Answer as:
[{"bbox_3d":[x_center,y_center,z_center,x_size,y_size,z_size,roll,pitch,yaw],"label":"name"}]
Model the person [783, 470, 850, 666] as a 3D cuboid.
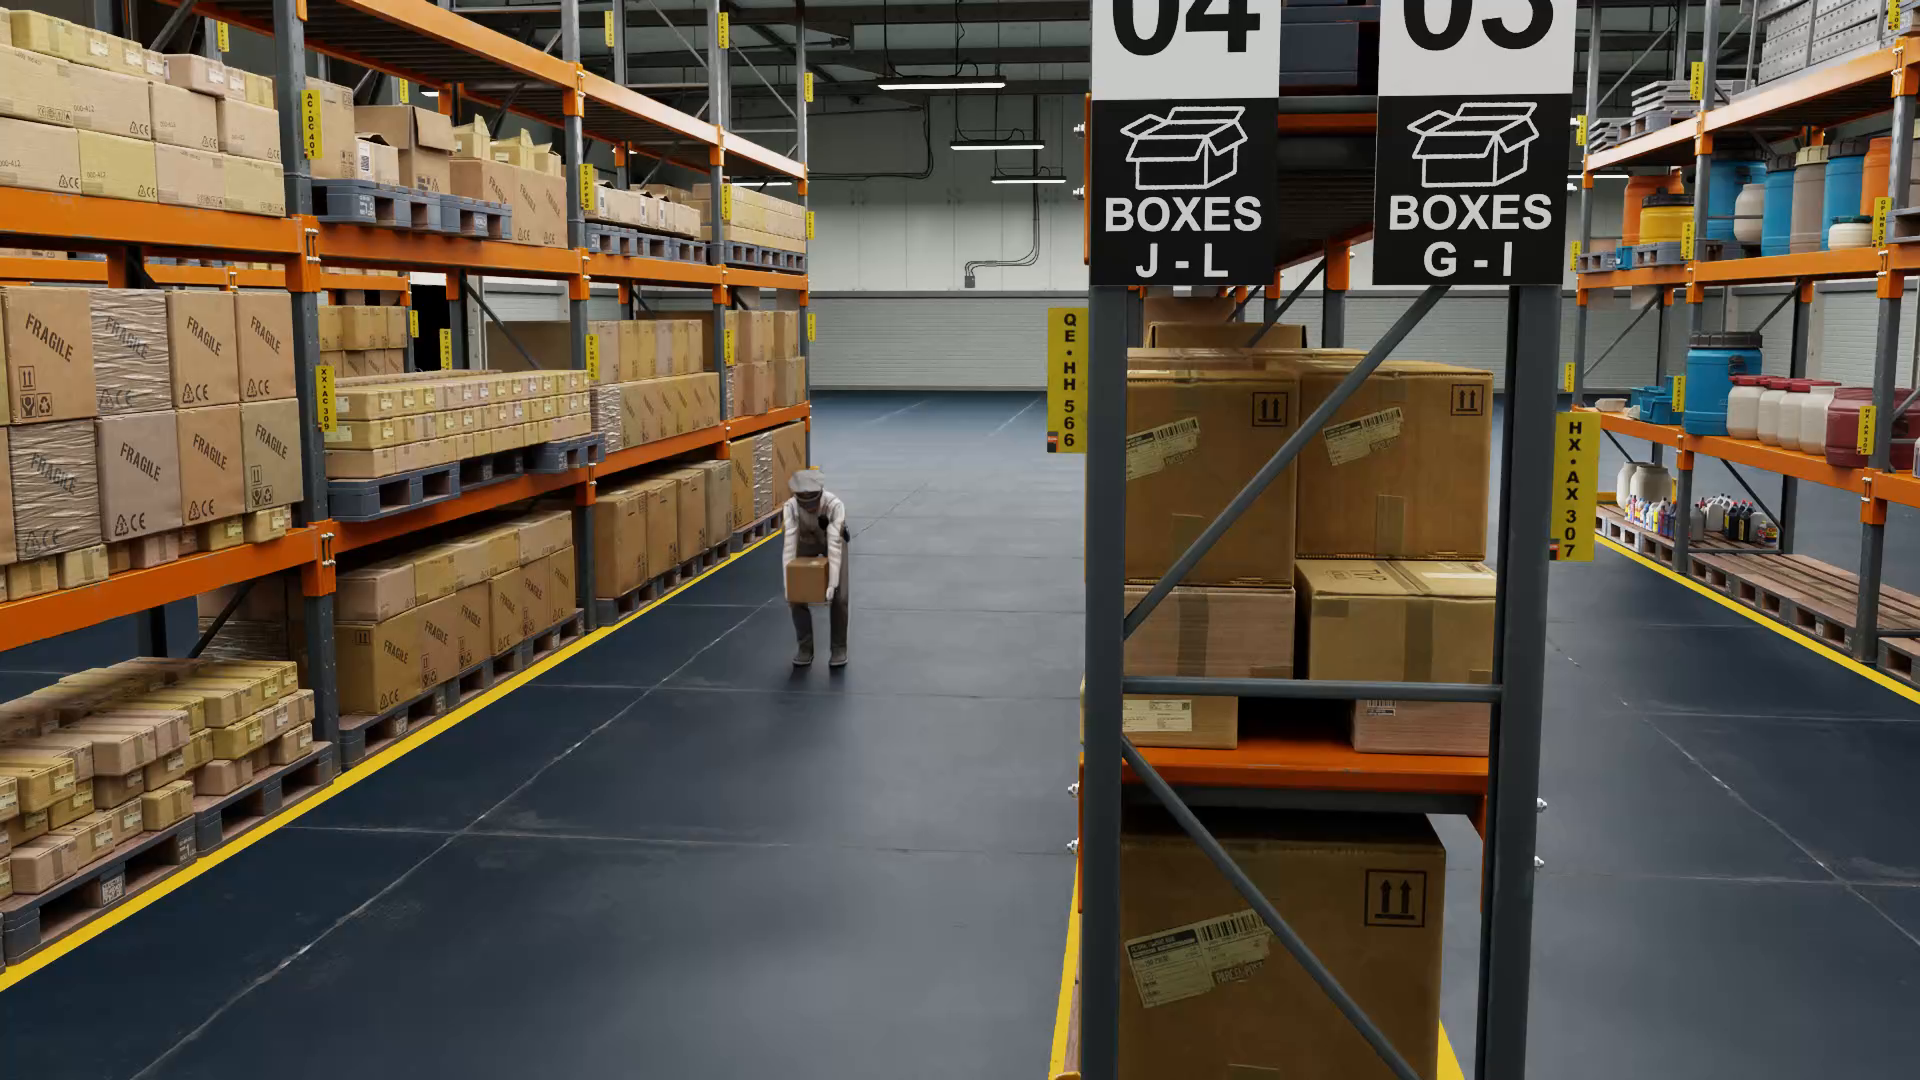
[{"bbox_3d":[-0.960,0.191,11.051,0.417,1.359,0.849,1,8,4],"label":"person"}]
